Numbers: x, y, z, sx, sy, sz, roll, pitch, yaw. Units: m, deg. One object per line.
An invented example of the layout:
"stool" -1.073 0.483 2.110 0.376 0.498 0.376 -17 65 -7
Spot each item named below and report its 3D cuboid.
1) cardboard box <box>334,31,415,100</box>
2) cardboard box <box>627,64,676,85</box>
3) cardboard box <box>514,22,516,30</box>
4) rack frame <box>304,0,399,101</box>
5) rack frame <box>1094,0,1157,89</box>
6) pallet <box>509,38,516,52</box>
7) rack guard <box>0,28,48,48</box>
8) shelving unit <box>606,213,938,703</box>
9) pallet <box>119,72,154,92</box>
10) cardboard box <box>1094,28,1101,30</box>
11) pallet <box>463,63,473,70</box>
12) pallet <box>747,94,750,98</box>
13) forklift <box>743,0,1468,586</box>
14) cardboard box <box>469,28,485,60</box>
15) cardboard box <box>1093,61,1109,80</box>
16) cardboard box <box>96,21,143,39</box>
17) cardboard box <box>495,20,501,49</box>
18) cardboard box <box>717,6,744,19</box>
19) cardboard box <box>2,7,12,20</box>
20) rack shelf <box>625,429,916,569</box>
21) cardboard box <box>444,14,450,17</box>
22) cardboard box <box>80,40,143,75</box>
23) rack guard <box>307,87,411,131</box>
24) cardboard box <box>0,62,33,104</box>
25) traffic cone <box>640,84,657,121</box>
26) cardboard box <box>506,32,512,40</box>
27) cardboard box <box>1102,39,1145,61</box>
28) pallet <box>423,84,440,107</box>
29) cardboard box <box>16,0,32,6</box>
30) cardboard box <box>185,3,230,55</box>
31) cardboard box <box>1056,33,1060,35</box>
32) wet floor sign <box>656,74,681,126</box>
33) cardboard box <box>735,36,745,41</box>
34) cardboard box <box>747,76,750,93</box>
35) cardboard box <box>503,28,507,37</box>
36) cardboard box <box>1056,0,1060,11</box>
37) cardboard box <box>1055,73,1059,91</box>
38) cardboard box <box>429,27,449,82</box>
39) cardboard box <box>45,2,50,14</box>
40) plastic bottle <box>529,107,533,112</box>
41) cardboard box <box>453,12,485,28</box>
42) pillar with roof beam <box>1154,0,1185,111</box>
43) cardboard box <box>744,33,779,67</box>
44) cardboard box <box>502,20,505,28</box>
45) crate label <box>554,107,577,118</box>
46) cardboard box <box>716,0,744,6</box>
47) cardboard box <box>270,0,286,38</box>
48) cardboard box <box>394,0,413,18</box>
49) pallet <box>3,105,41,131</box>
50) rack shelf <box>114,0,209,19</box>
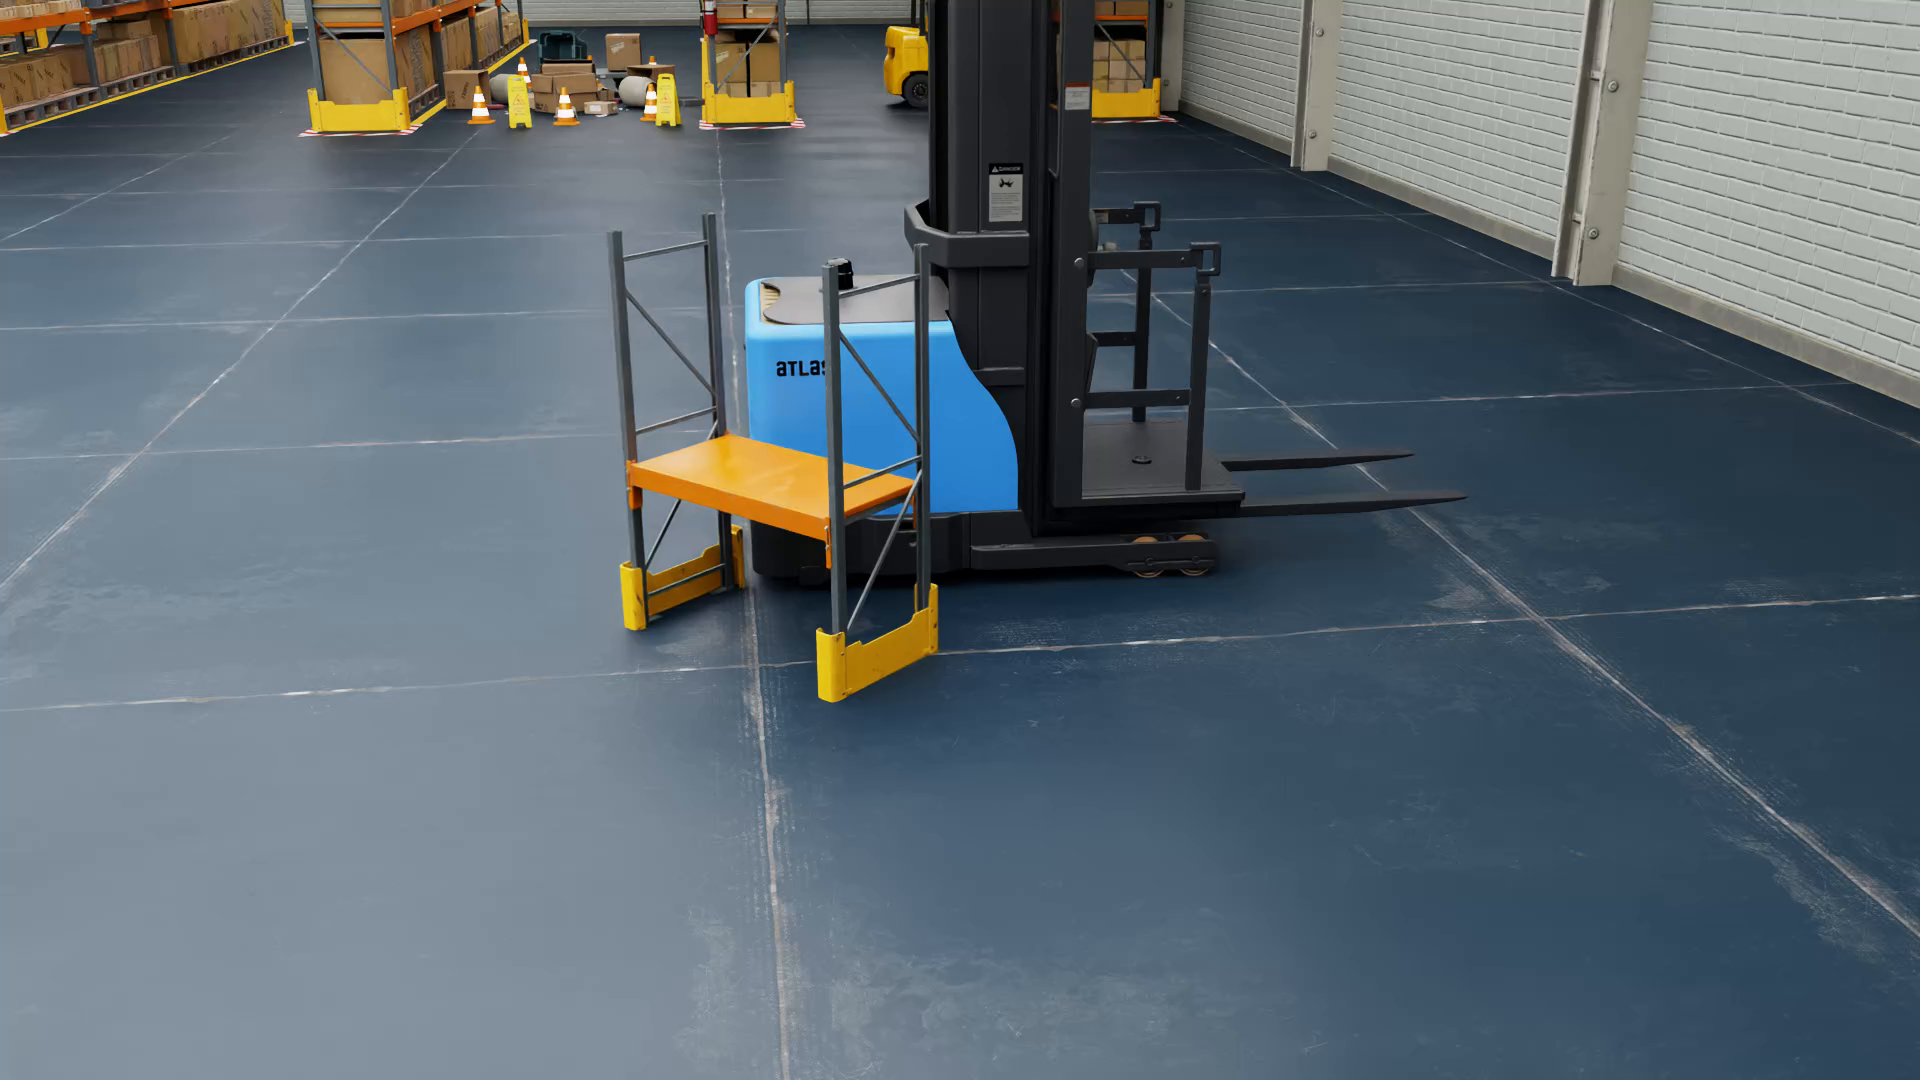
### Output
"cardboard box" -7.958 -6.418 22.549 0.875 0.875 0.875 -3 21 -9
"cardboard box" -4.551 -6.741 24.545 0.500 0.500 0.500 12 24 29
"cardboard box" -9.450 -10.694 34.610 0.380 0.149 0.250 -3 21 -7
"rack frame" -7.666 -6.680 20.815 1.000 3.000 0.127 -3 21 -8
"rack frame" 2.129 -7.217 22.251 1.000 3.000 0.127 -3 21 -8
"pallet" -9.707 -10.183 34.178 1.003 0.211 1.213 -3 21 -8
"rack guard" -19.813 -10.592 34.860 1.175 0.500 0.348 -3 21 -8
"shelving unit" -0.679 -0.337 5.975 1.083 1.500 0.587 15 25 35
"pallet" -13.458 -7.237 26.290 1.003 0.211 1.213 -3 21 -8
"cardboard box" 1.903 -7.643 25.294 0.500 0.250 0.500 -3 21 -9
"pallet" -8.780 -7.867 27.978 1.003 0.211 1.213 -3 21 -8
"pallet" -2.875 -5.968 22.894 1.003 0.211 1.213 -3 21 -8
"forklift" 0.619 -1.399 6.774 3.031 2.935 1.130 -2 21 -7
"cardboard box" -8.669 -8.734 29.285 0.500 0.500 0.500 -4 21 -10
"cardboard box" 1.750 -6.512 22.980 0.500 0.250 0.500 -3 21 -8
"cardboard box" -13.529 -8.208 26.777 0.500 0.250 0.500 -1 20 -2
"cardboard box" -9.040 -9.617 31.651 0.500 0.500 0.500 -3 21 -9
"cardboard box" -3.048 -6.966 21.939 0.380 0.149 0.250 -2 21 -6
"cardboard box" -12.518 -6.806 21.509 0.380 0.149 0.250 -3 21 -8
"rack shelf" -0.672 -0.167 6.033 1.000 0.185 0.538 15 25 35
"cardboard box" -9.177 -9.051 29.063 0.500 0.250 0.500 -3 21 -9
"cardboard box" -13.444 -7.652 26.360 0.700 0.500 0.500 -1 21 -3
"rack guard" -7.662 -5.501 21.230 1.175 0.500 0.348 -3 21 -8
"cardboard box" -12.854 -6.131 22.317 0.500 0.500 0.500 -1 21 -3
"traffic cone" -4.121 -5.860 22.246 0.336 0.463 0.334 -3 21 -8
"cardboard box" -9.357 -10.286 33.943 0.380 0.149 0.250 -3 21 -9
"cardboard box" 2.247 -6.770 22.955 0.500 0.250 0.500 -3 21 -9
"pallet" -8.210 -6.492 24.296 1.003 0.211 1.213 -3 21 -8
"cardboard box" -12.921 -7.359 22.065 0.875 0.500 0.500 -3 21 -8
"cardboard box" -14.077 -9.291 30.243 1.225 0.875 0.875 -4 21 -10
"cardboard box" 1.527 -7.264 24.278 0.500 0.250 0.500 -3 21 -9
"wet floor sign" -3.814 -5.742 21.669 0.267 0.644 0.232 4 21 11
"cardboard box" -3.300 -6.845 23.513 0.500 0.500 0.500 -3 21 -9
"cardboard box" -2.782 -6.532 23.748 0.500 0.250 0.500 -2 21 -4
"cardboard box" -9.131 -9.977 32.692 0.380 0.149 0.250 -2 21 -5
"cardboard box" 1.659 -7.778 23.612 0.500 0.500 0.500 -3 21 -9
"cardboard box" 1.623 -6.618 23.979 0.500 0.250 0.500 -3 21 -7
"cardboard box" -8.421 -7.419 25.407 1.050 0.750 0.750 -3 21 -8
"cardboard box" -12.788 -7.322 22.892 0.380 0.149 0.250 -3 21 -8
"plastic bottle" -6.088 -6.033 23.281 0.133 0.061 0.283 -11 23 -26
"cardboard box" -8.752 -9.254 29.606 0.500 0.250 0.500 -3 21 -8
"pillar with roof beam" -1.339 -10.096 21.387 9.100 9.000 0.400 -3 21 -8
"cardboard box" -2.858 -7.066 24.106 0.500 0.500 0.500 -2 21 -5
"cardboard box" -9.221 -10.203 32.871 0.380 0.149 0.250 -2 21 -5
"crate label" -5.345 -5.803 22.558 0.250 0.136 0.298 -15 25 -35
"cardboard box" -3.133 -7.325 21.974 0.500 0.500 0.500 -3 21 -9
"cardboard box" -14.724 -10.989 34.787 0.875 0.875 0.875 -3 21 -8
"cardboard box" -7.821 -7.266 22.170 0.875 0.550 0.550 -3 21 -8
"pallet" -12.682 -5.468 21.555 1.003 0.211 1.213 -3 21 -8
"rack shelf" -14.030 -9.591 29.635 1.077 0.370 4.000 -3 21 -8
